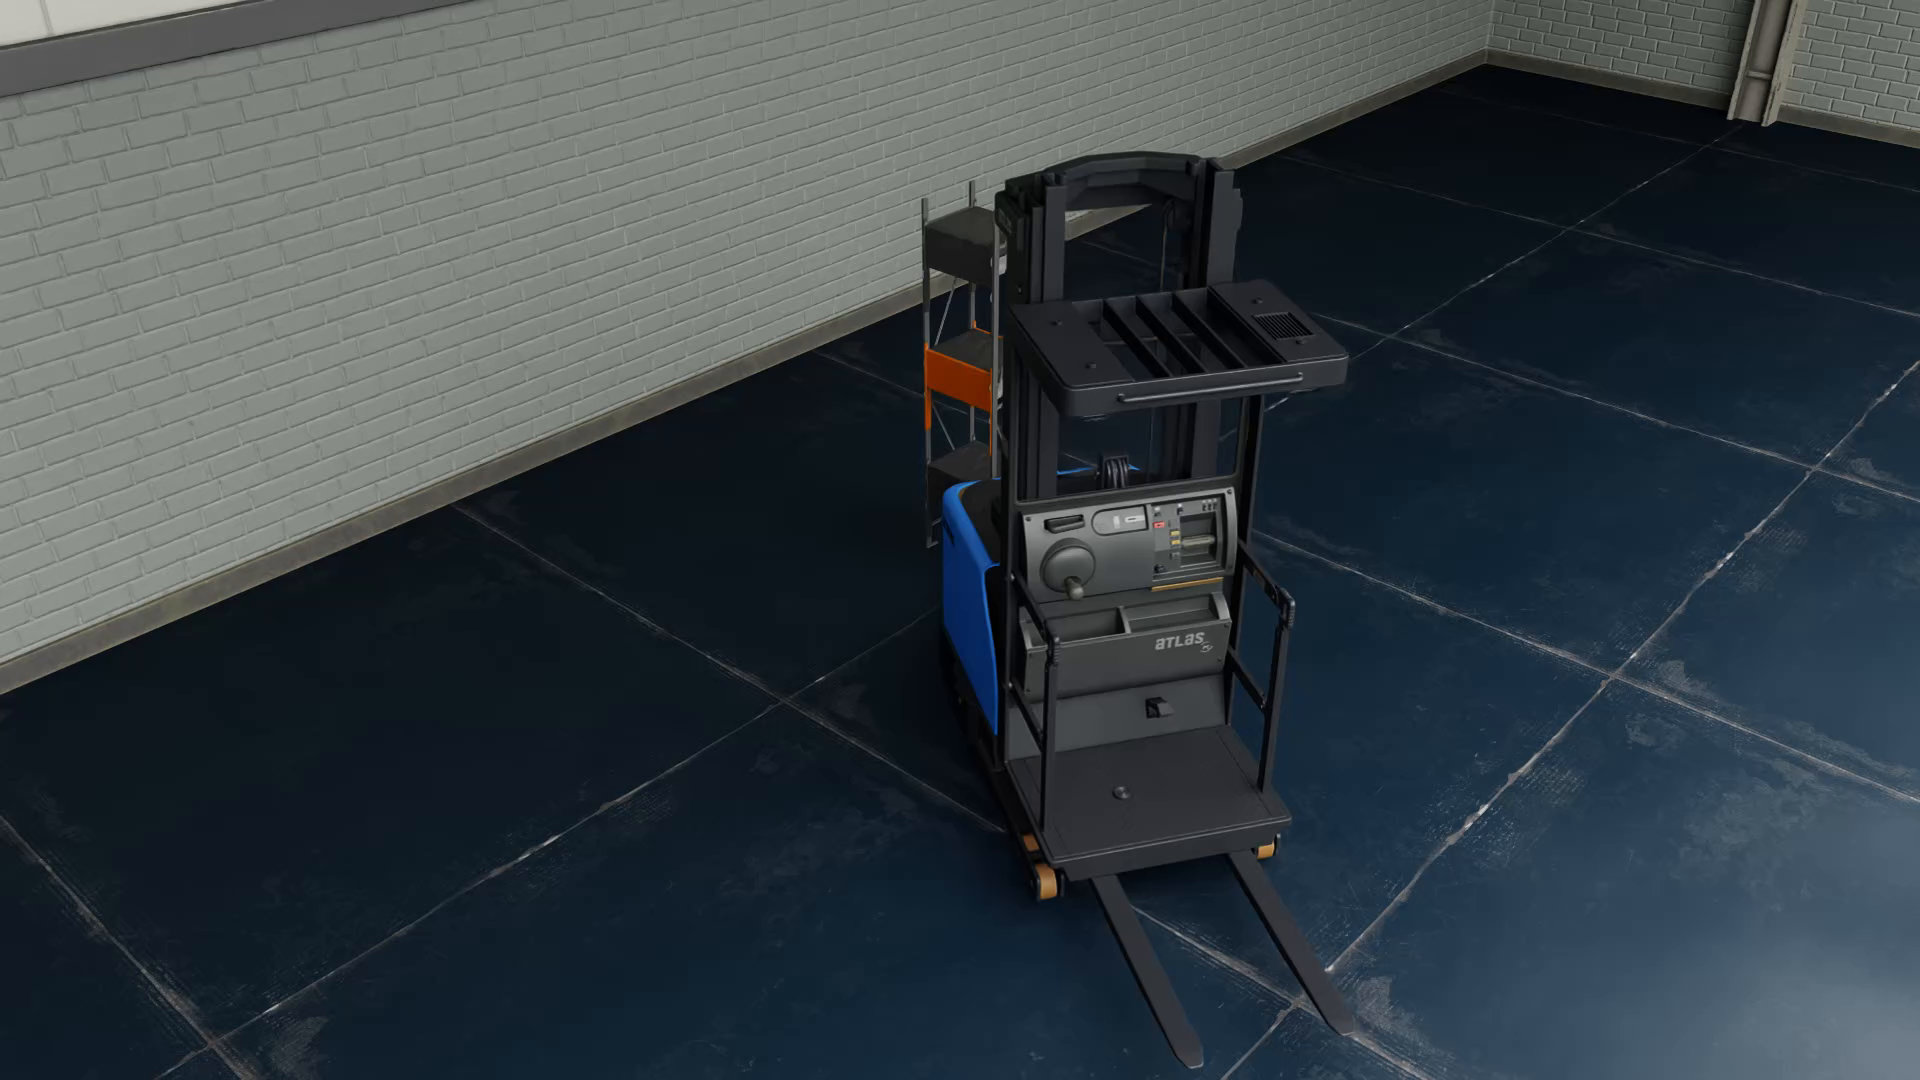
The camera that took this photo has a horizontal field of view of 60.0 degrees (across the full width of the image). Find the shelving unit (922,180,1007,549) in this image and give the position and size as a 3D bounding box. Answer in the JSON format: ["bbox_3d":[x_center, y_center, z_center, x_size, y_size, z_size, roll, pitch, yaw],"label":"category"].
[{"bbox_3d":[0.123,-0.842,9.058,0.503,2.100,0.431,25,39,35],"label":"shelving unit"}]

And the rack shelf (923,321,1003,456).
[{"bbox_3d":[0.123,-0.831,9.065,0.480,0.518,0.431,25,39,35],"label":"rack shelf"}]

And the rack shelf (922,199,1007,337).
[{"bbox_3d":[0.123,-1.430,8.704,0.480,0.518,0.431,25,39,35],"label":"rack shelf"}]

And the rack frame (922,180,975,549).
[{"bbox_3d":[-0.058,-0.927,9.198,0.015,2.100,0.400,25,39,35],"label":"rack frame"}]

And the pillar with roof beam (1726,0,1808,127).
[{"bbox_3d":[5.073,-6.441,11.669,0.400,9.000,9.100,25,39,35],"label":"pillar with roof beam"}]

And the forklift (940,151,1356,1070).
[{"bbox_3d":[0.769,0.064,6.746,1.130,2.935,3.031,-8,32,-13],"label":"forklift"}]

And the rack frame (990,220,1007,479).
[{"bbox_3d":[0.304,-0.758,8.917,0.015,2.100,0.400,25,39,35],"label":"rack frame"}]

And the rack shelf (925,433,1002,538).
[{"bbox_3d":[0.123,-0.231,9.426,0.480,0.518,0.431,25,39,35],"label":"rack shelf"}]
